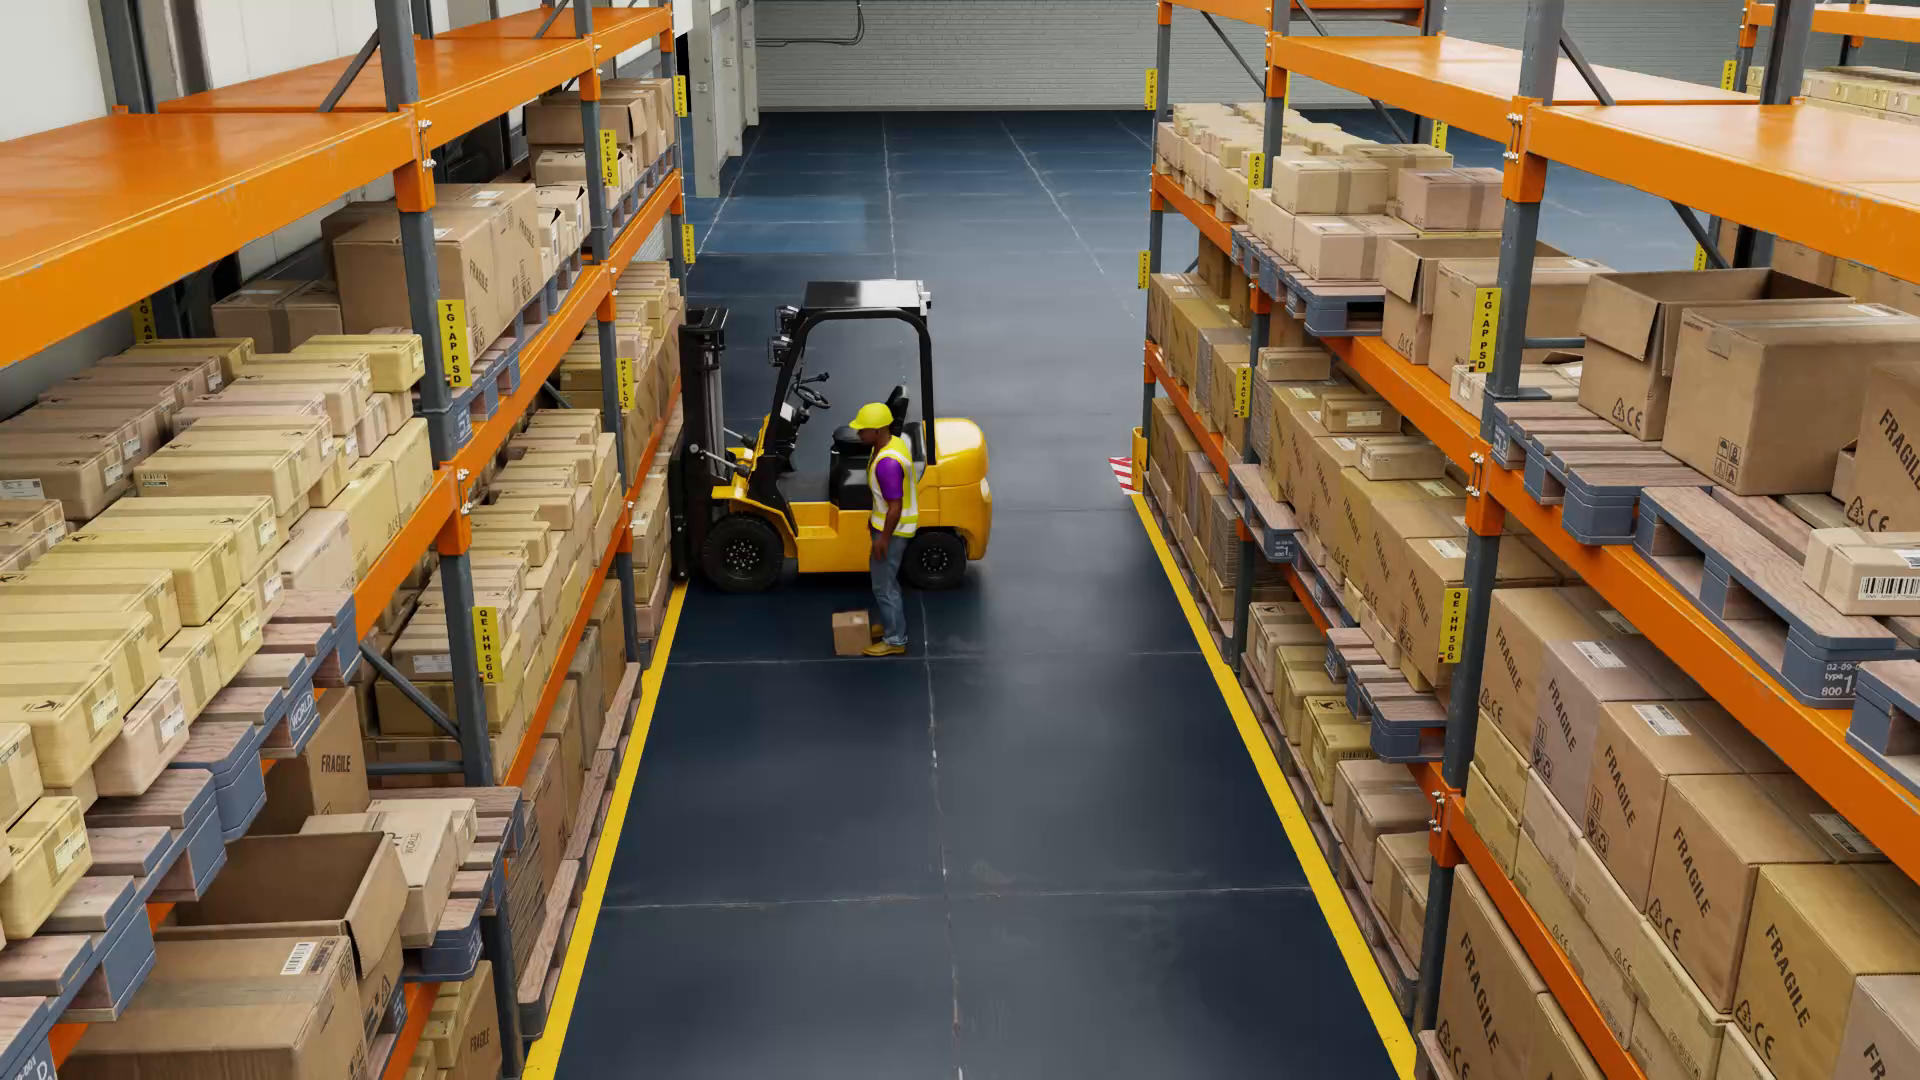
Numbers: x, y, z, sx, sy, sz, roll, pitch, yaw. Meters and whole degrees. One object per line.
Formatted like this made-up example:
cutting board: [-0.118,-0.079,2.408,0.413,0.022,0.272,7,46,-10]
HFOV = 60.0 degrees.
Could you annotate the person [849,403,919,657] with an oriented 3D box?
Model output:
person: [-0.508,-0.084,11.277,0.451,1.761,0.609,-2,20,-5]
